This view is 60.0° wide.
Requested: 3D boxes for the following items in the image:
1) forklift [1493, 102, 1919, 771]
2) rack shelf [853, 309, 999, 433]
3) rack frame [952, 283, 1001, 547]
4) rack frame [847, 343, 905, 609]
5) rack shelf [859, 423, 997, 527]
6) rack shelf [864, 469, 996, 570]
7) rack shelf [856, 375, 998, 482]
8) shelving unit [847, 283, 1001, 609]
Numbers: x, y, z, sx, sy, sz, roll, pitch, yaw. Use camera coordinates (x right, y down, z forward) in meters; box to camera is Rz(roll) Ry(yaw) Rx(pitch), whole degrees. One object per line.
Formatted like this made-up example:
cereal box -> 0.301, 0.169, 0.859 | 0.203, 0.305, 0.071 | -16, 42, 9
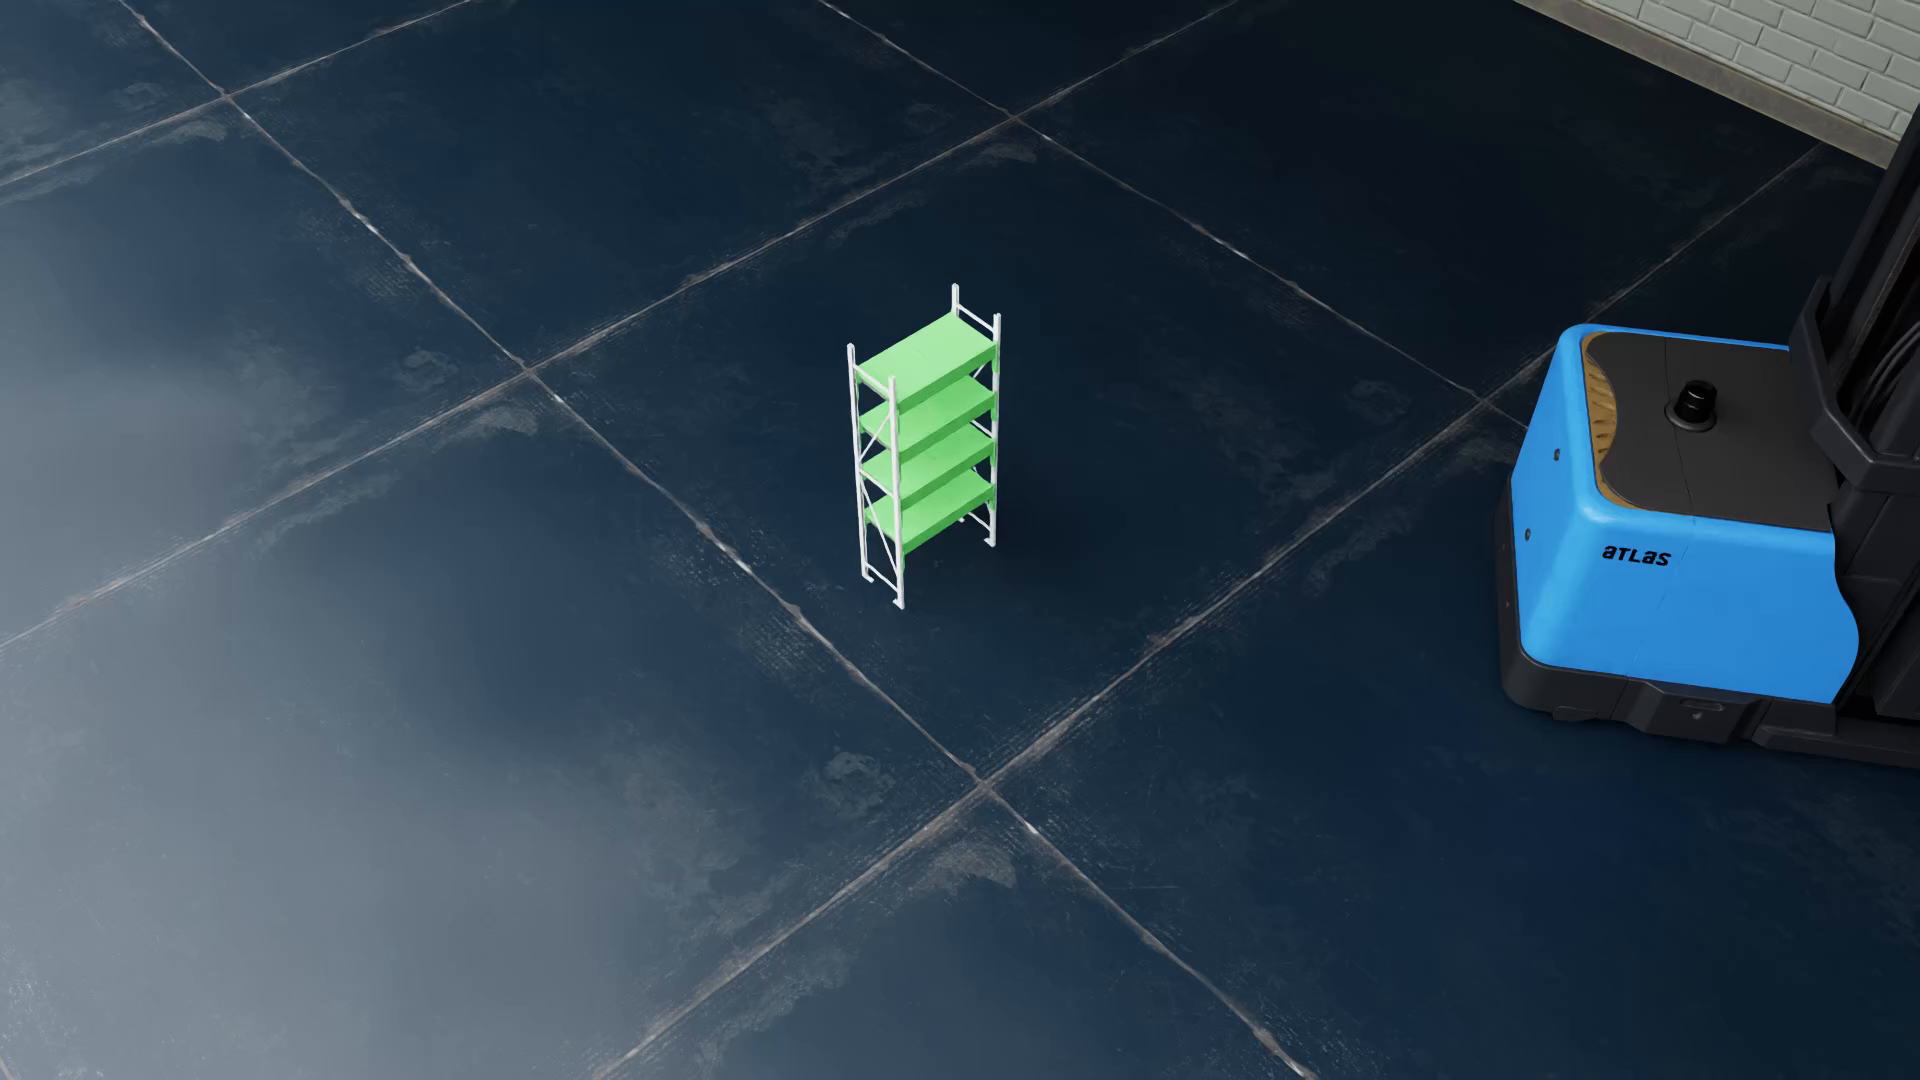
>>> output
forklift -> 3.573, -0.521, 5.237 | 3.031, 2.935, 1.130 | 8, 48, 7
rack shelf -> -0.122, -0.607, 5.928 | 0.480, 0.148, 0.258 | -34, 56, -27
rack frame -> 0.058, -0.446, 6.345 | 0.015, 1.200, 0.240 | -34, 56, -27
rack frame -> -0.303, -0.204, 6.122 | 0.015, 1.200, 0.240 | -34, 56, -27
rack shelf -> -0.122, -0.282, 6.280 | 0.480, 0.148, 0.258 | -34, 56, -27
rack shelf -> -0.122, -0.119, 6.457 | 0.480, 0.148, 0.258 | -34, 56, -27
rack shelf -> -0.122, -0.444, 6.104 | 0.480, 0.148, 0.258 | -34, 56, -27
shelving unit -> -0.122, -0.325, 6.234 | 0.503, 1.200, 0.258 | -34, 56, -27
